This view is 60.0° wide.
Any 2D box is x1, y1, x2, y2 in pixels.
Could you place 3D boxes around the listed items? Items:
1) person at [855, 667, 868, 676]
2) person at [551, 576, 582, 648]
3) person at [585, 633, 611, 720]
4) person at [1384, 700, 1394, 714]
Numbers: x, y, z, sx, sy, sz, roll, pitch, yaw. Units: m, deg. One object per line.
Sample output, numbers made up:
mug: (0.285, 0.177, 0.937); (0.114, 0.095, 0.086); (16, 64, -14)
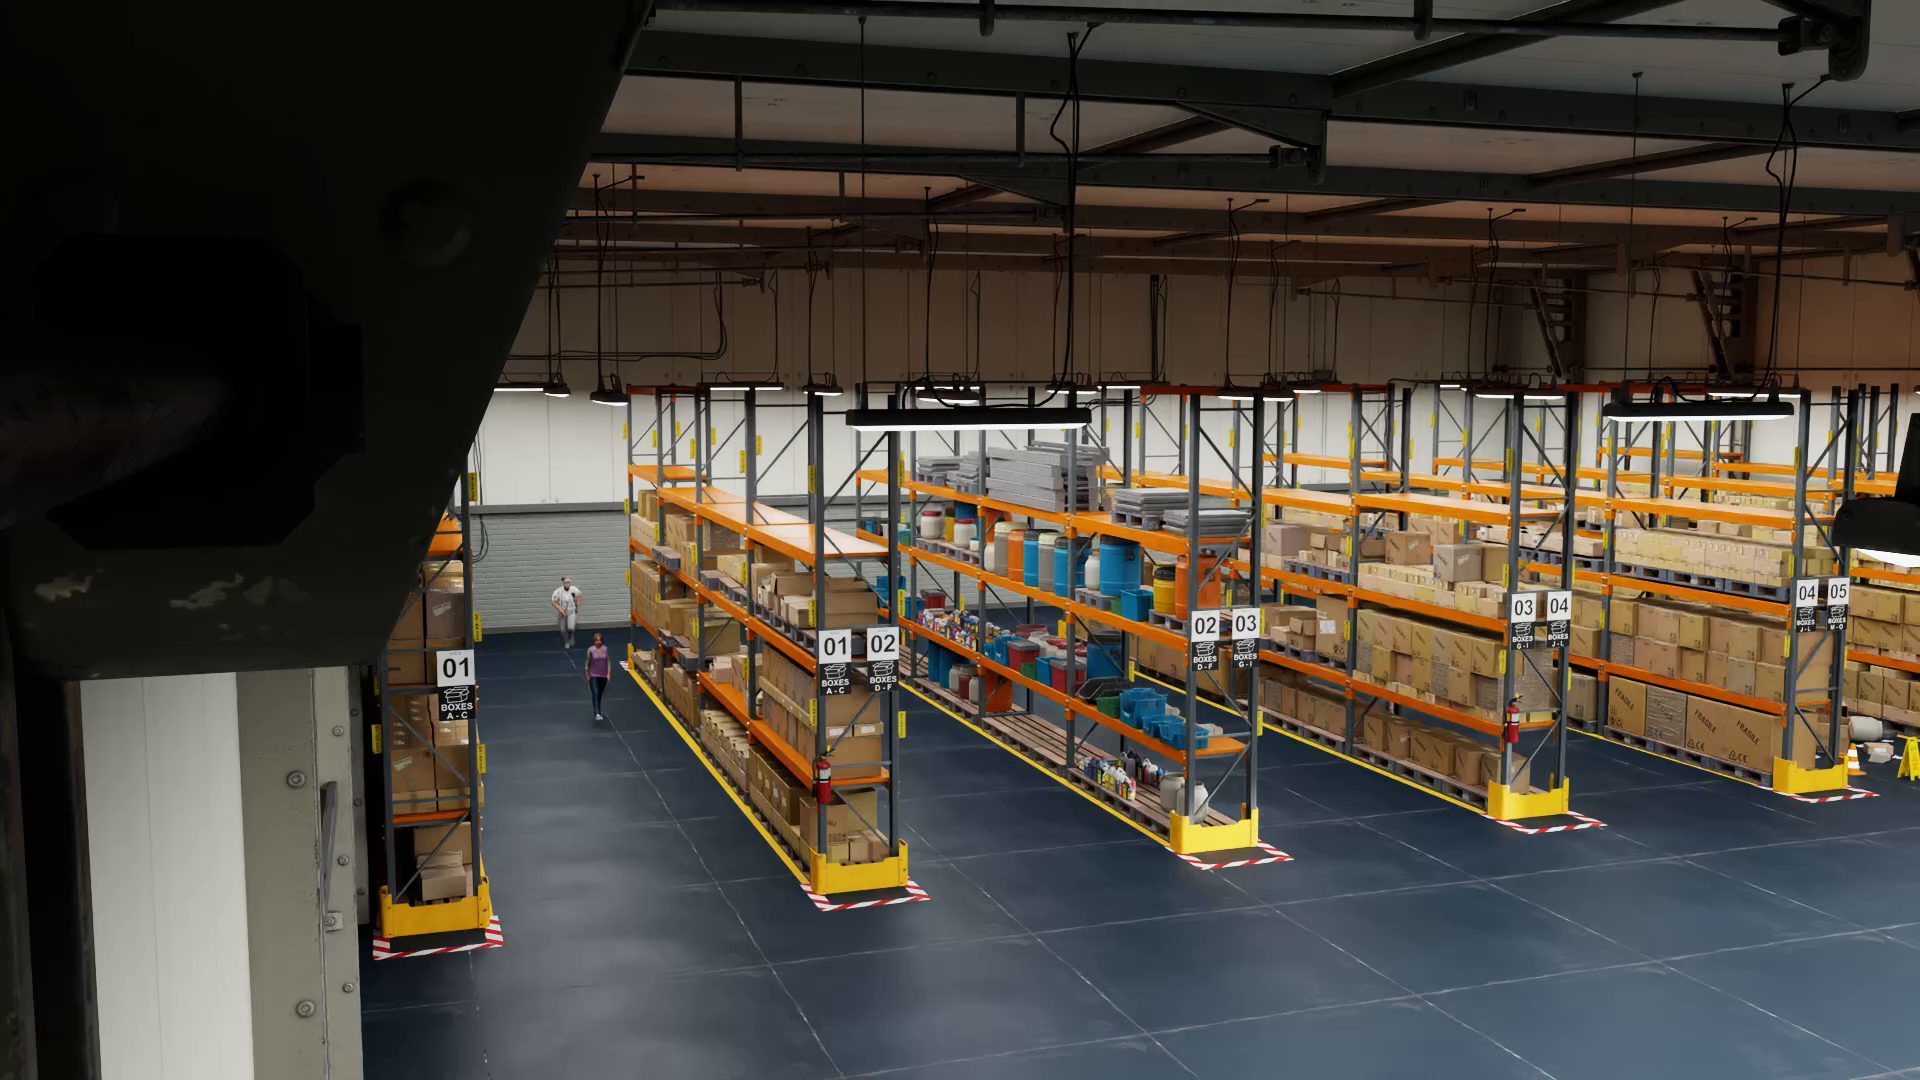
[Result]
person: (-1.729, 2.254, 29.903); (0.516, 1.634, 0.908); (-4, 7, -34)
person: (-8.872, 1.625, 37.530); (0.643, 1.684, 0.736); (-1, 6, -8)
person: (-6.489, 2.456, 29.929); (0.434, 1.538, 0.967); (-4, 7, -33)
person: (7.939, 2.328, 30.434); (0.633, 1.842, 0.608); (-2, 6, -19)
